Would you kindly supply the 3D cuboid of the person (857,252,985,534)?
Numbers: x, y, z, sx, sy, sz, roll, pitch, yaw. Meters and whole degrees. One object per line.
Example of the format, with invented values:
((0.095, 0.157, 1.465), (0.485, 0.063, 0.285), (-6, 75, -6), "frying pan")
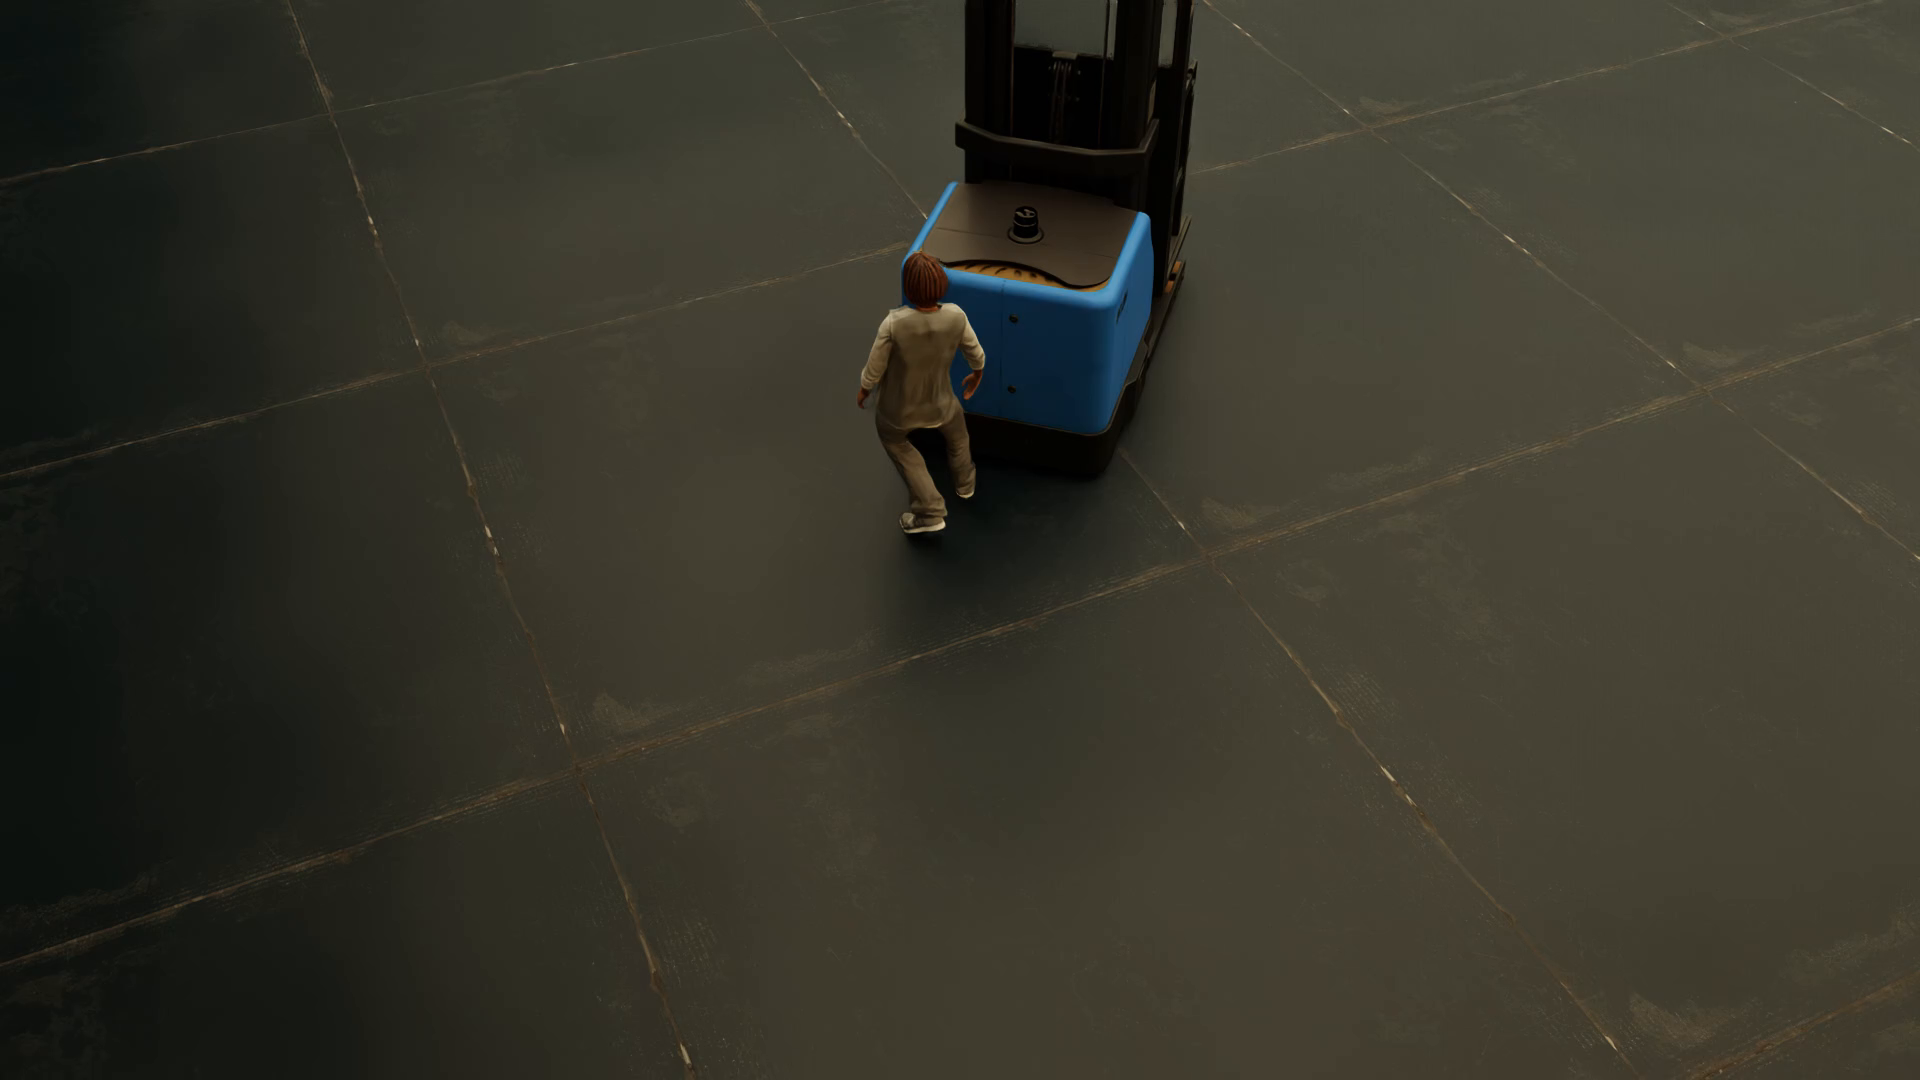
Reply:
((-0.181, -0.709, 7.454), (0.585, 1.538, 0.587), (-9, 44, -10), "person")

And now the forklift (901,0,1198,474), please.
((0.631, -2.413, 8.266), (1.130, 2.935, 3.031), (12, 44, 12), "forklift")
